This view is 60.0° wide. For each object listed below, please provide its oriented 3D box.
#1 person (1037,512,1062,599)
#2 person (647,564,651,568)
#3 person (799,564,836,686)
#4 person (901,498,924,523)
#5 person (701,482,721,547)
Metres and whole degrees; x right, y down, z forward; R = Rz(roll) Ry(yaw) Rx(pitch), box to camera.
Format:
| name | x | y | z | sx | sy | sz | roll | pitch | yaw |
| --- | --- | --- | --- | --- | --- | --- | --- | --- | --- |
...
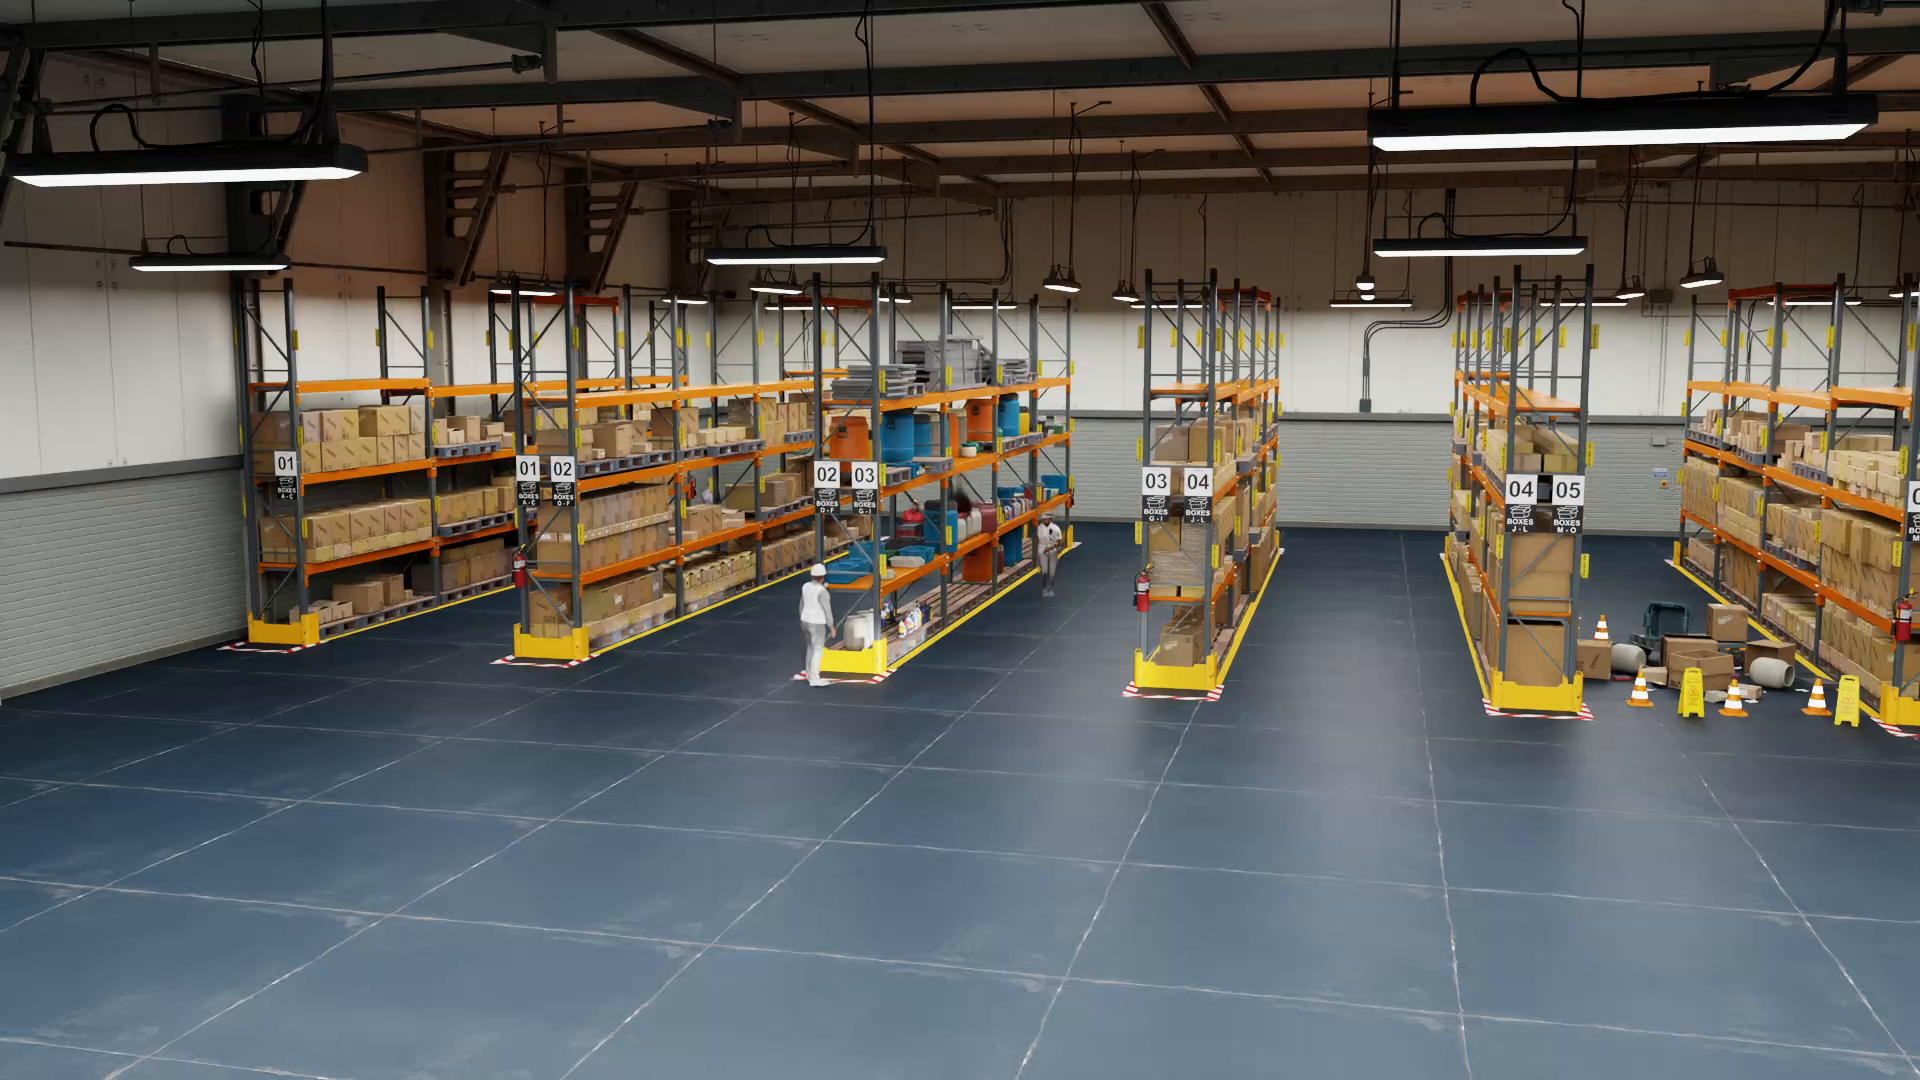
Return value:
| name | x | y | z | sx | sy | sz | roll | pitch | yaw |
| --- | --- | --- | --- | --- | --- | --- | --- | --- | --- |
| person | 1.693 | 0.280 | 31.524 | 0.464 | 1.659 | 0.595 | 0 | 7 | 0 |
| person | -6.979 | -0.178 | 35.777 | 0.724 | 1.720 | 1.050 | 2 | 7 | 18 |
| person | -2.107 | 1.238 | 24.310 | 0.474 | 1.814 | 0.674 | -5 | 8 | -34 |
| person | -0.981 | -0.039 | 35.111 | 0.545 | 1.685 | 1.032 | 2 | 7 | 18 |
| person | -6.089 | -0.663 | 40.670 | 0.458 | 1.606 | 0.978 | 1 | 7 | 8 |
